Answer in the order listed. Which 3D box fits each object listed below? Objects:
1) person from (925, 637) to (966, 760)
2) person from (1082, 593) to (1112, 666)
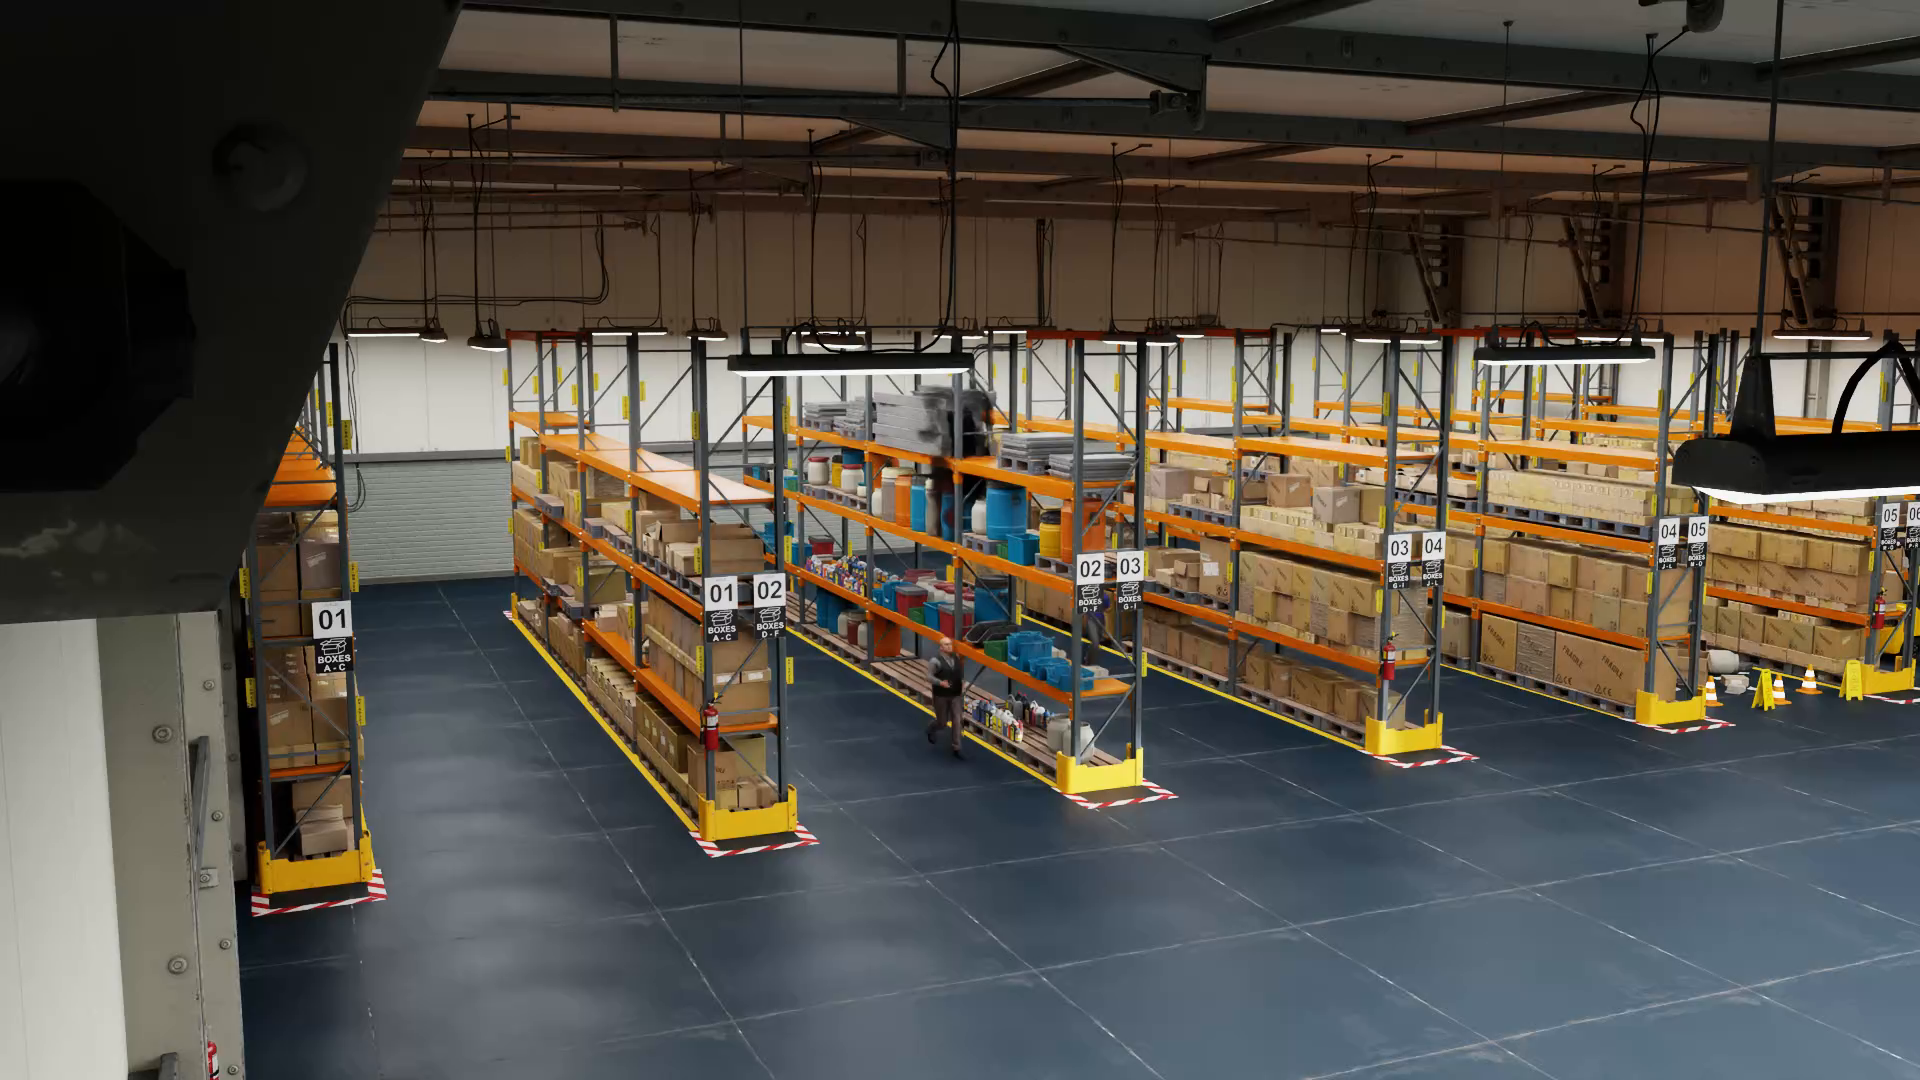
[{"bbox_3d":[-0.193,2.242,23.867,0.663,1.718,0.931,-5,9,-30],"label":"person"},{"bbox_3d":[2.410,1.528,29.424,0.553,1.713,0.782,-3,8,-19],"label":"person"}]
